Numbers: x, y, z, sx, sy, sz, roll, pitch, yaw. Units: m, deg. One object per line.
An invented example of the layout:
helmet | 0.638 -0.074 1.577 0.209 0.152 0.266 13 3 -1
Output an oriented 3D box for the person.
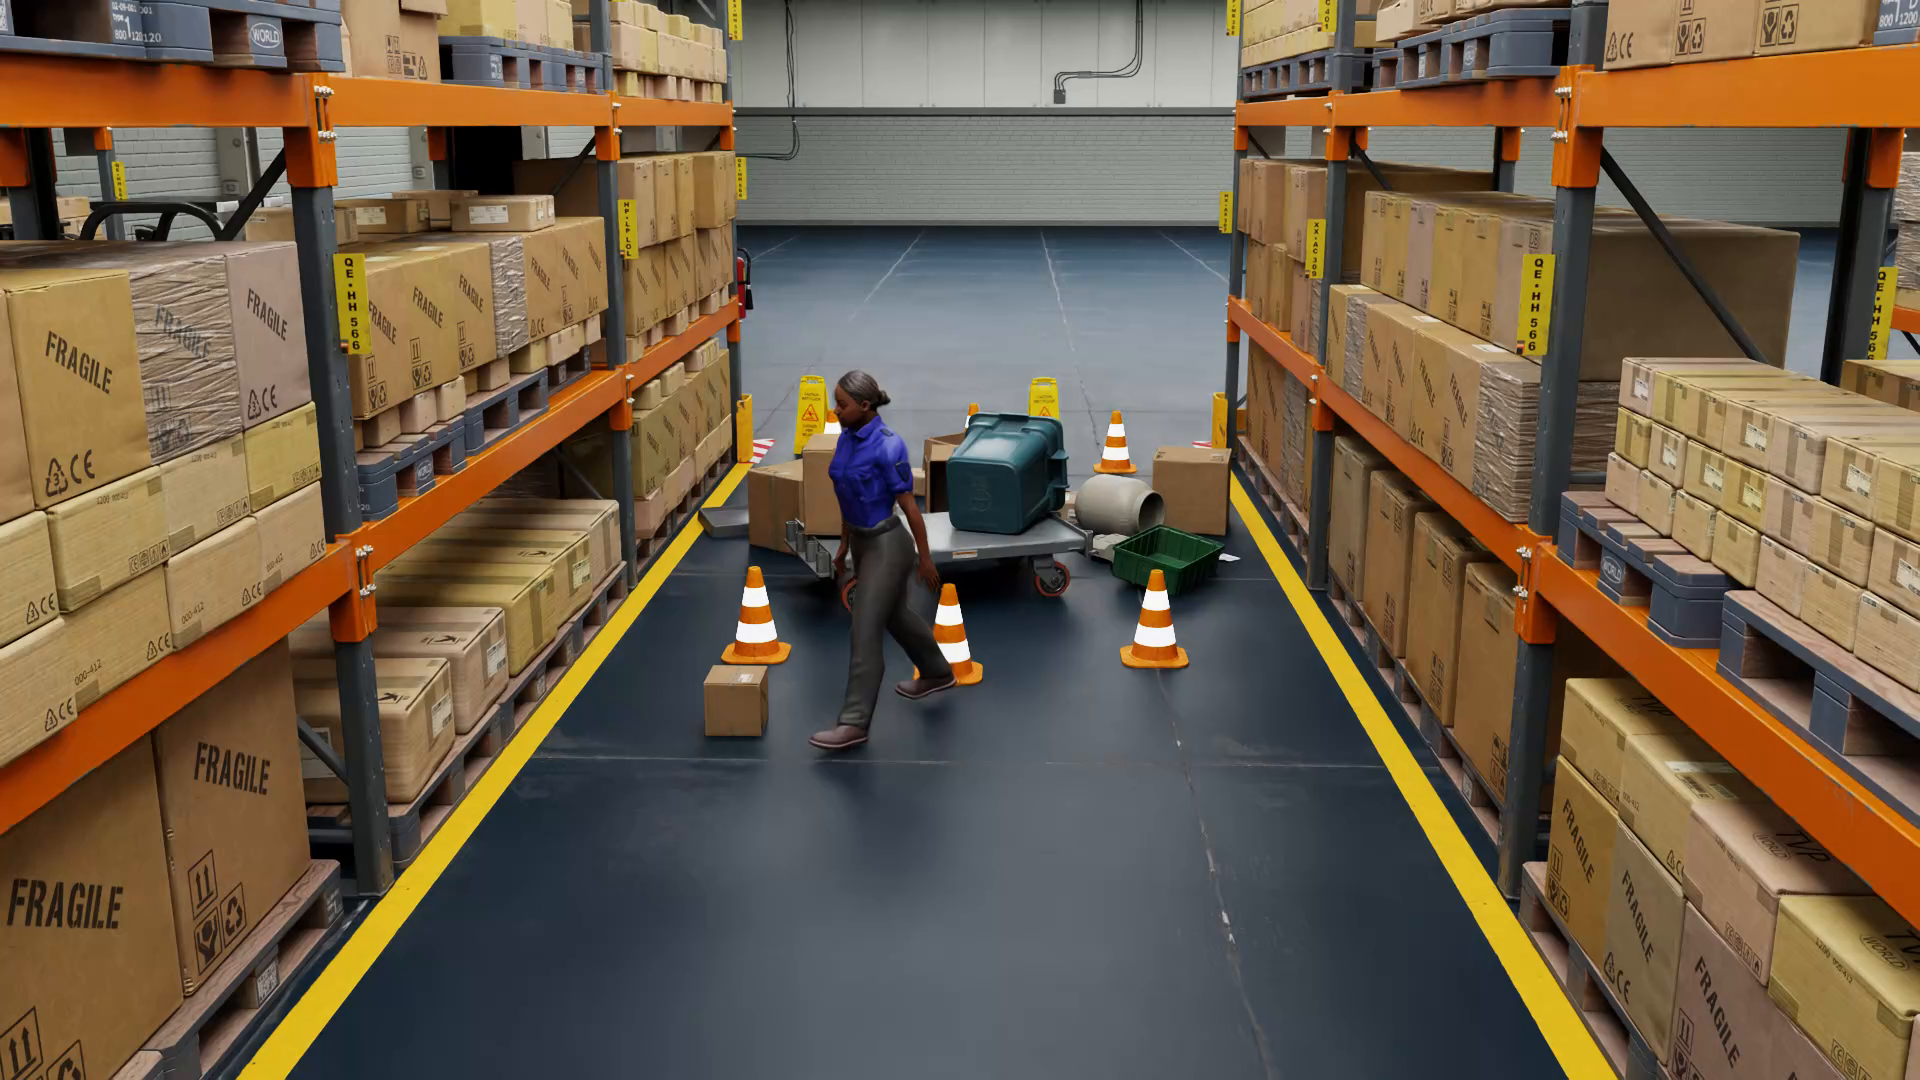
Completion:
person | -0.362 0.039 7.380 0.914 1.613 0.543 -8 16 -30
